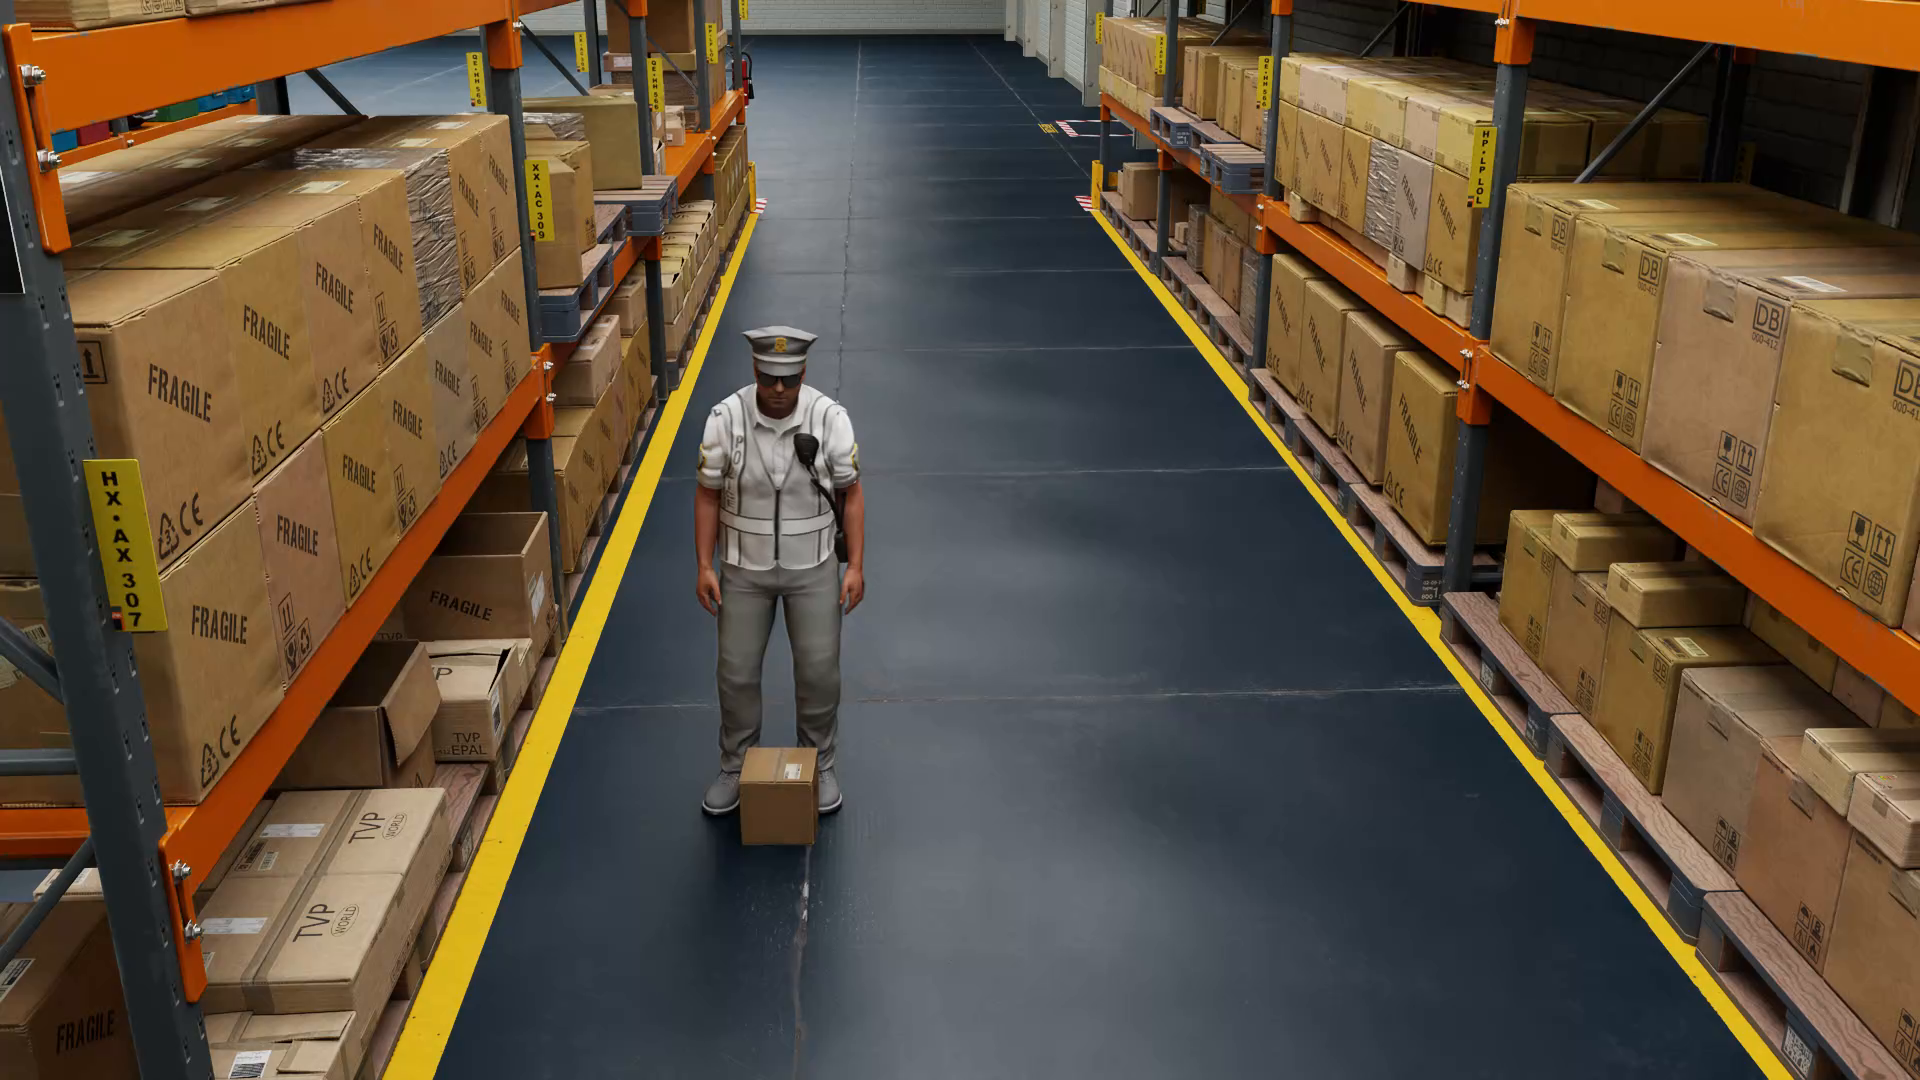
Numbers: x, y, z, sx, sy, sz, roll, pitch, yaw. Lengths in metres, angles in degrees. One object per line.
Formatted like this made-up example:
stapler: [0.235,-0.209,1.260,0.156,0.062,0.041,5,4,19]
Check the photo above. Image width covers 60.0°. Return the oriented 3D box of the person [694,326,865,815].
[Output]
person: [-0.631,0.094,5.811,0.604,1.747,0.437,-1,20,-3]
